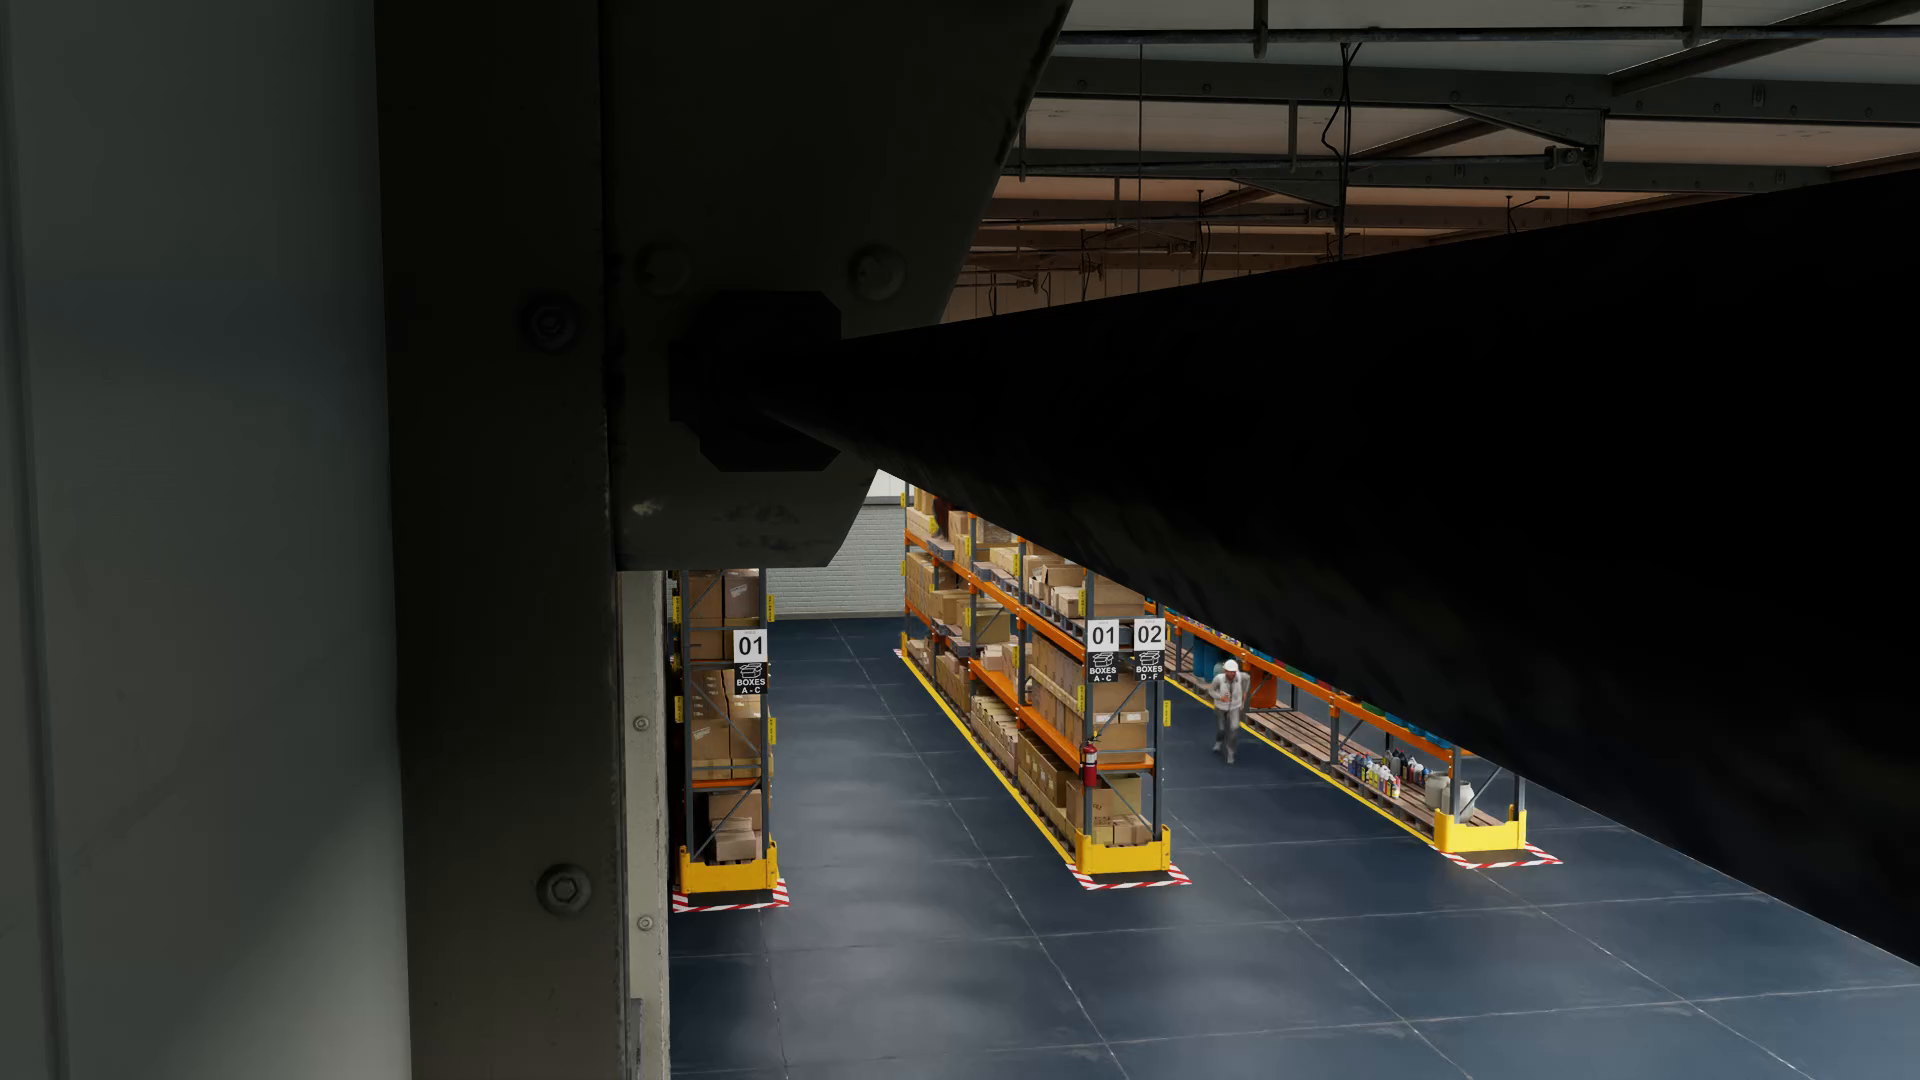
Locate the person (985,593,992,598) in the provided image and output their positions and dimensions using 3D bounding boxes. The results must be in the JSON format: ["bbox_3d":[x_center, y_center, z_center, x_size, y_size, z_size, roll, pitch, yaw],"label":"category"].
[{"bbox_3d":[0.642,1.606,37.413,0.887,1.650,0.620,1,6,14],"label":"person"}]

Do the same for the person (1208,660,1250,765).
[{"bbox_3d":[4.325,2.736,26.890,0.699,1.731,1.028,0,6,-3],"label":"person"}]
